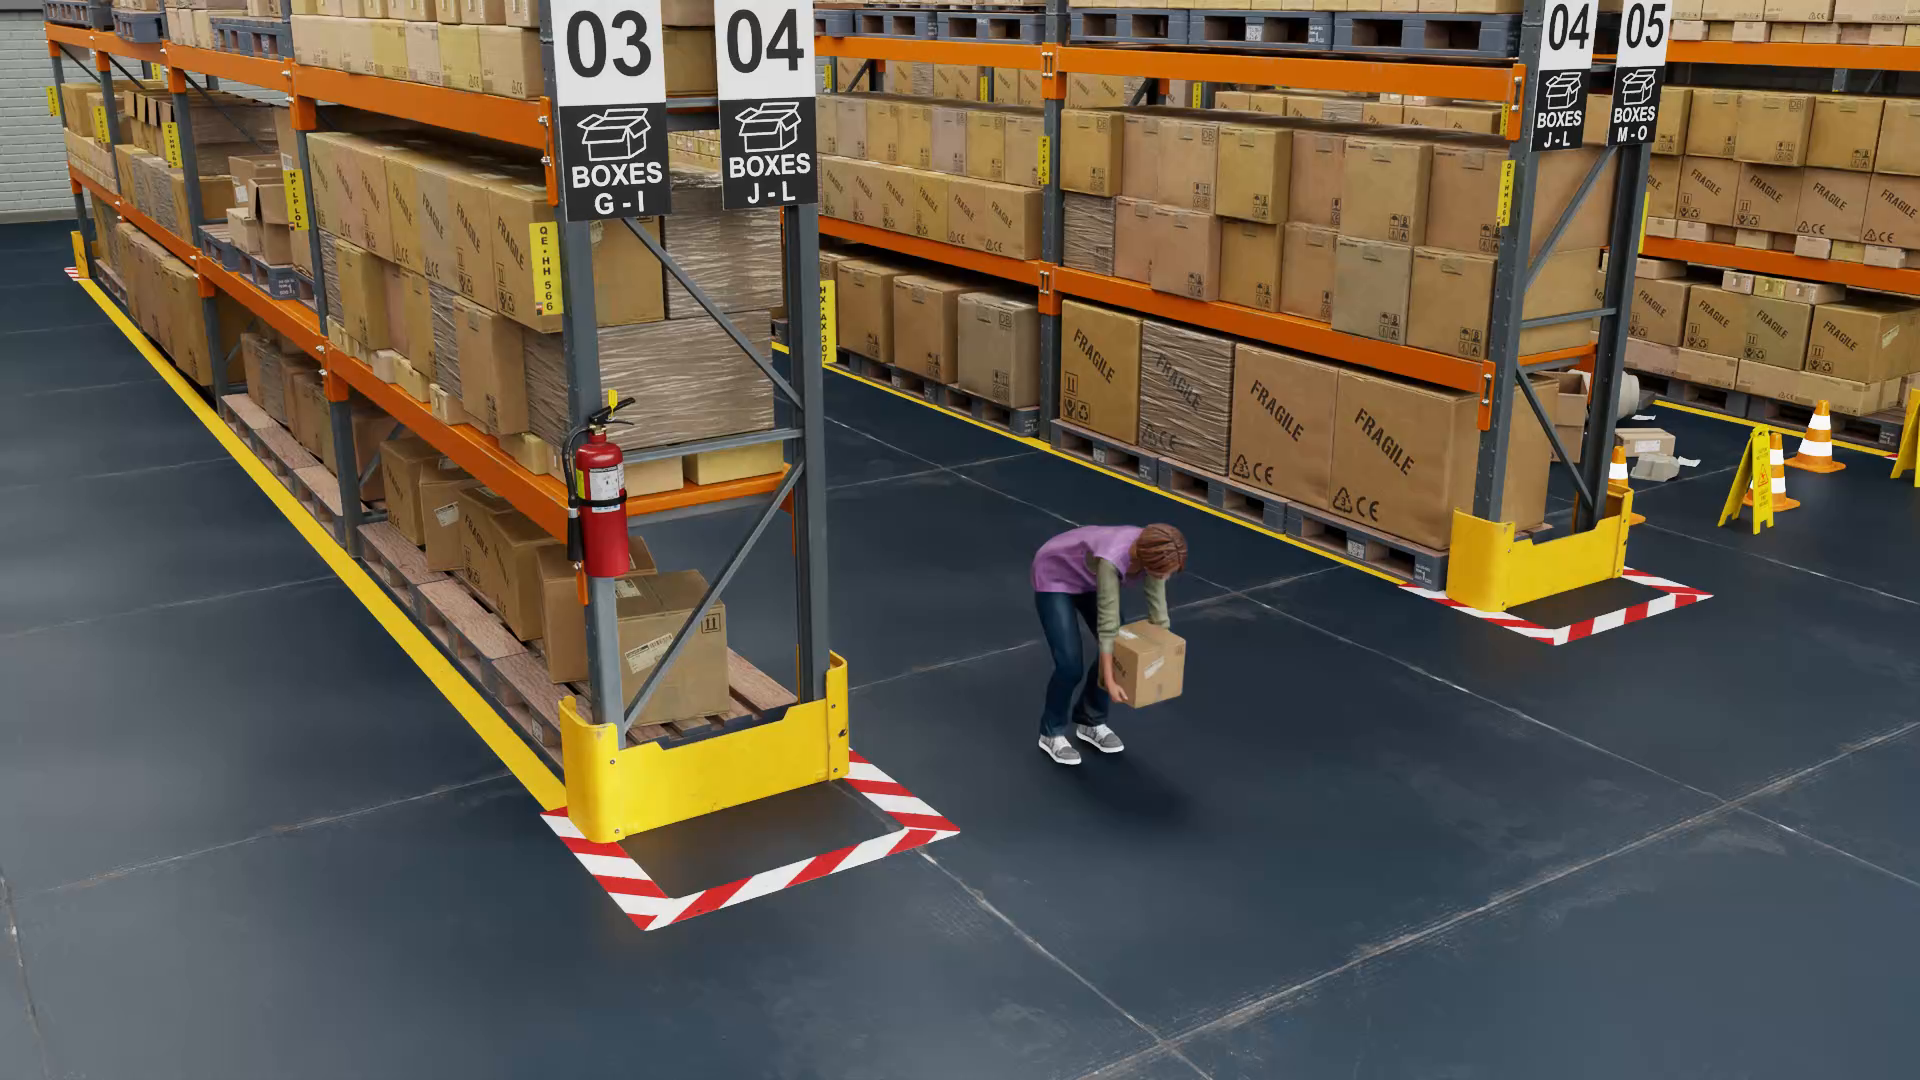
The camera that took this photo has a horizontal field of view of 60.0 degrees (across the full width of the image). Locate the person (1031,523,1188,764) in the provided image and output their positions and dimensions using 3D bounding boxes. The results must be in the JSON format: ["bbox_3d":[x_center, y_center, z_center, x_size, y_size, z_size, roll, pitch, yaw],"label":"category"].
[{"bbox_3d":[0.625,0.421,7.000,0.395,1.162,0.829,-13,22,-33],"label":"person"}]
